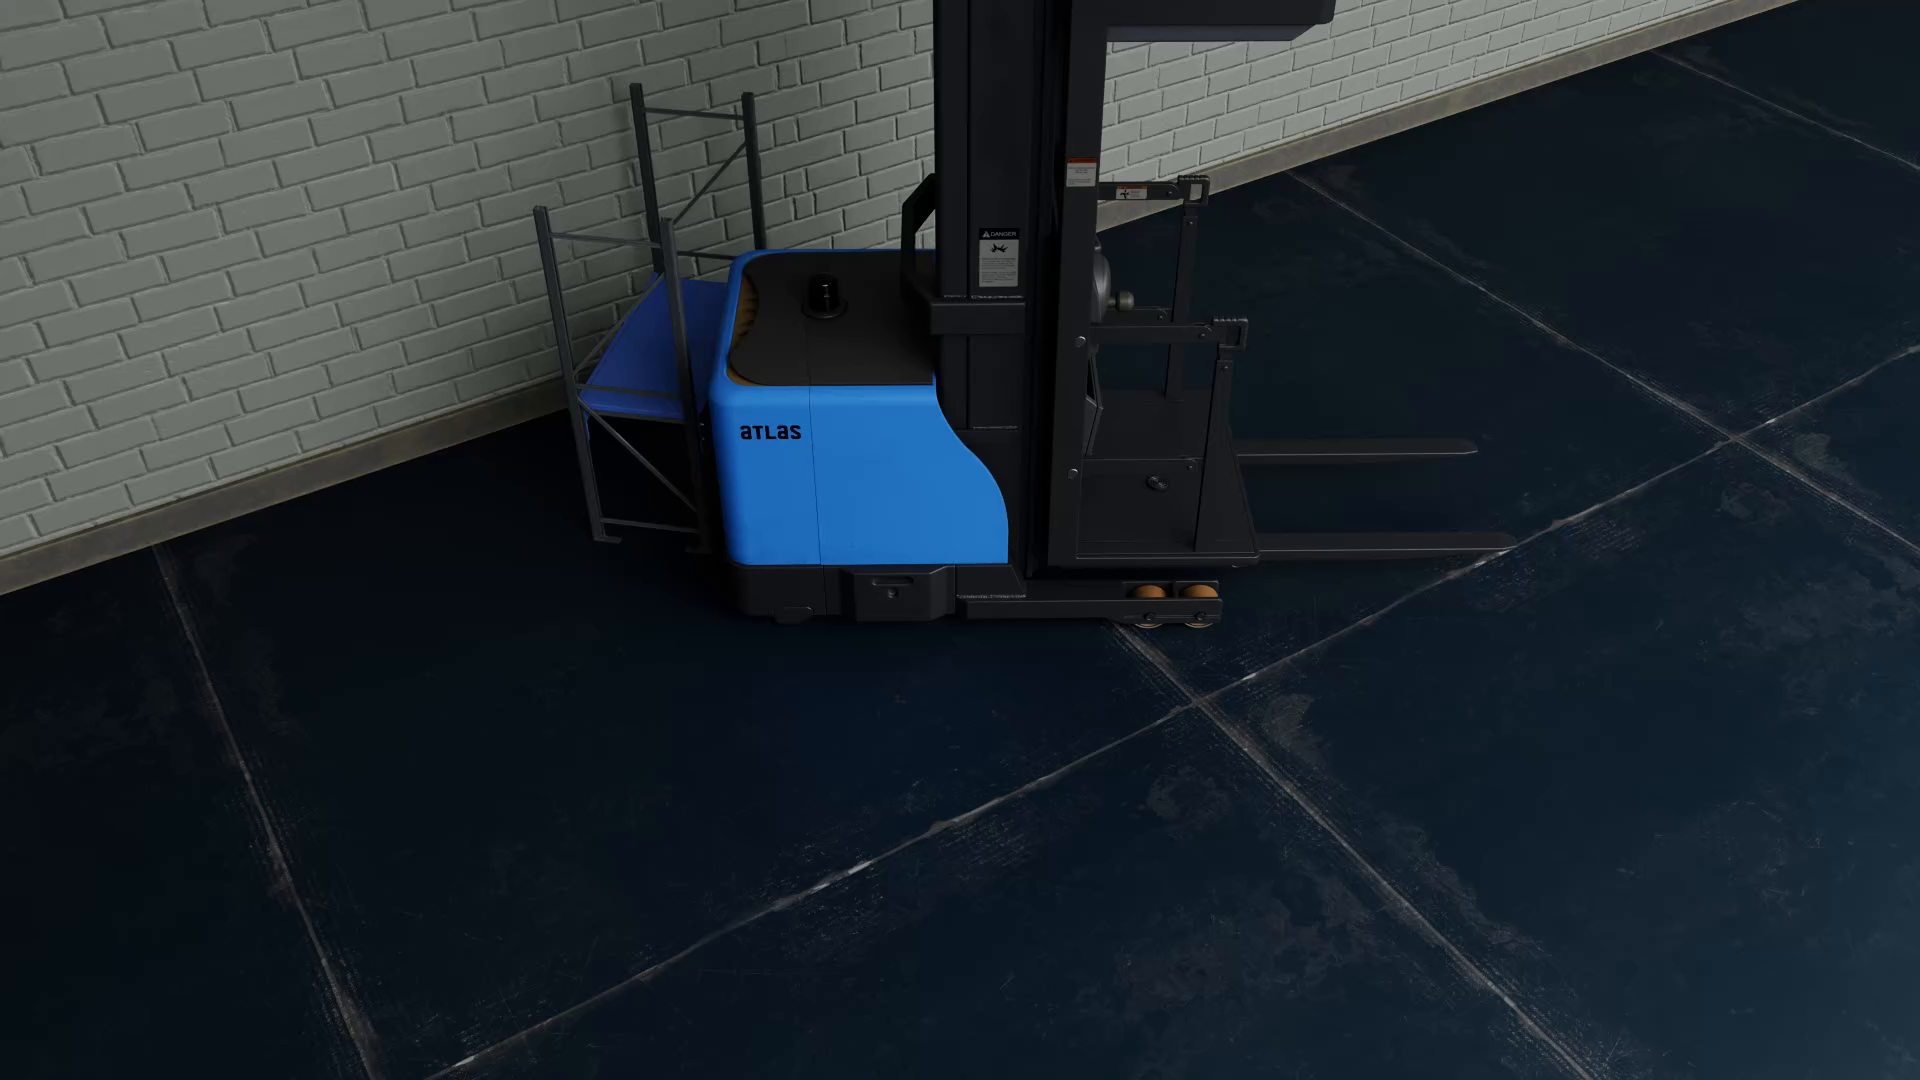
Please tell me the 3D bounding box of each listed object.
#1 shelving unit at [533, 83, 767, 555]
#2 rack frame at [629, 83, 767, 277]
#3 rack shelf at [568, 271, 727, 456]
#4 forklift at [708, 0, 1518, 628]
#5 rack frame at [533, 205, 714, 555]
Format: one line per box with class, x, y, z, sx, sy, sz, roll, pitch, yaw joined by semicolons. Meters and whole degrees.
shelving unit;-1.148;-0.875;6.628;0.538;1.500;1.048;7;40;8
rack frame;-1.056;-1.195;7.012;0.500;1.500;0.032;7;40;8
rack shelf;-1.148;-0.737;6.743;0.538;0.185;1.000;7;40;8
forklift;0.622;-1.131;5.818;3.031;2.935;1.130;0;40;-1
rack frame;-1.239;-0.555;6.244;0.500;1.500;0.032;7;40;8
